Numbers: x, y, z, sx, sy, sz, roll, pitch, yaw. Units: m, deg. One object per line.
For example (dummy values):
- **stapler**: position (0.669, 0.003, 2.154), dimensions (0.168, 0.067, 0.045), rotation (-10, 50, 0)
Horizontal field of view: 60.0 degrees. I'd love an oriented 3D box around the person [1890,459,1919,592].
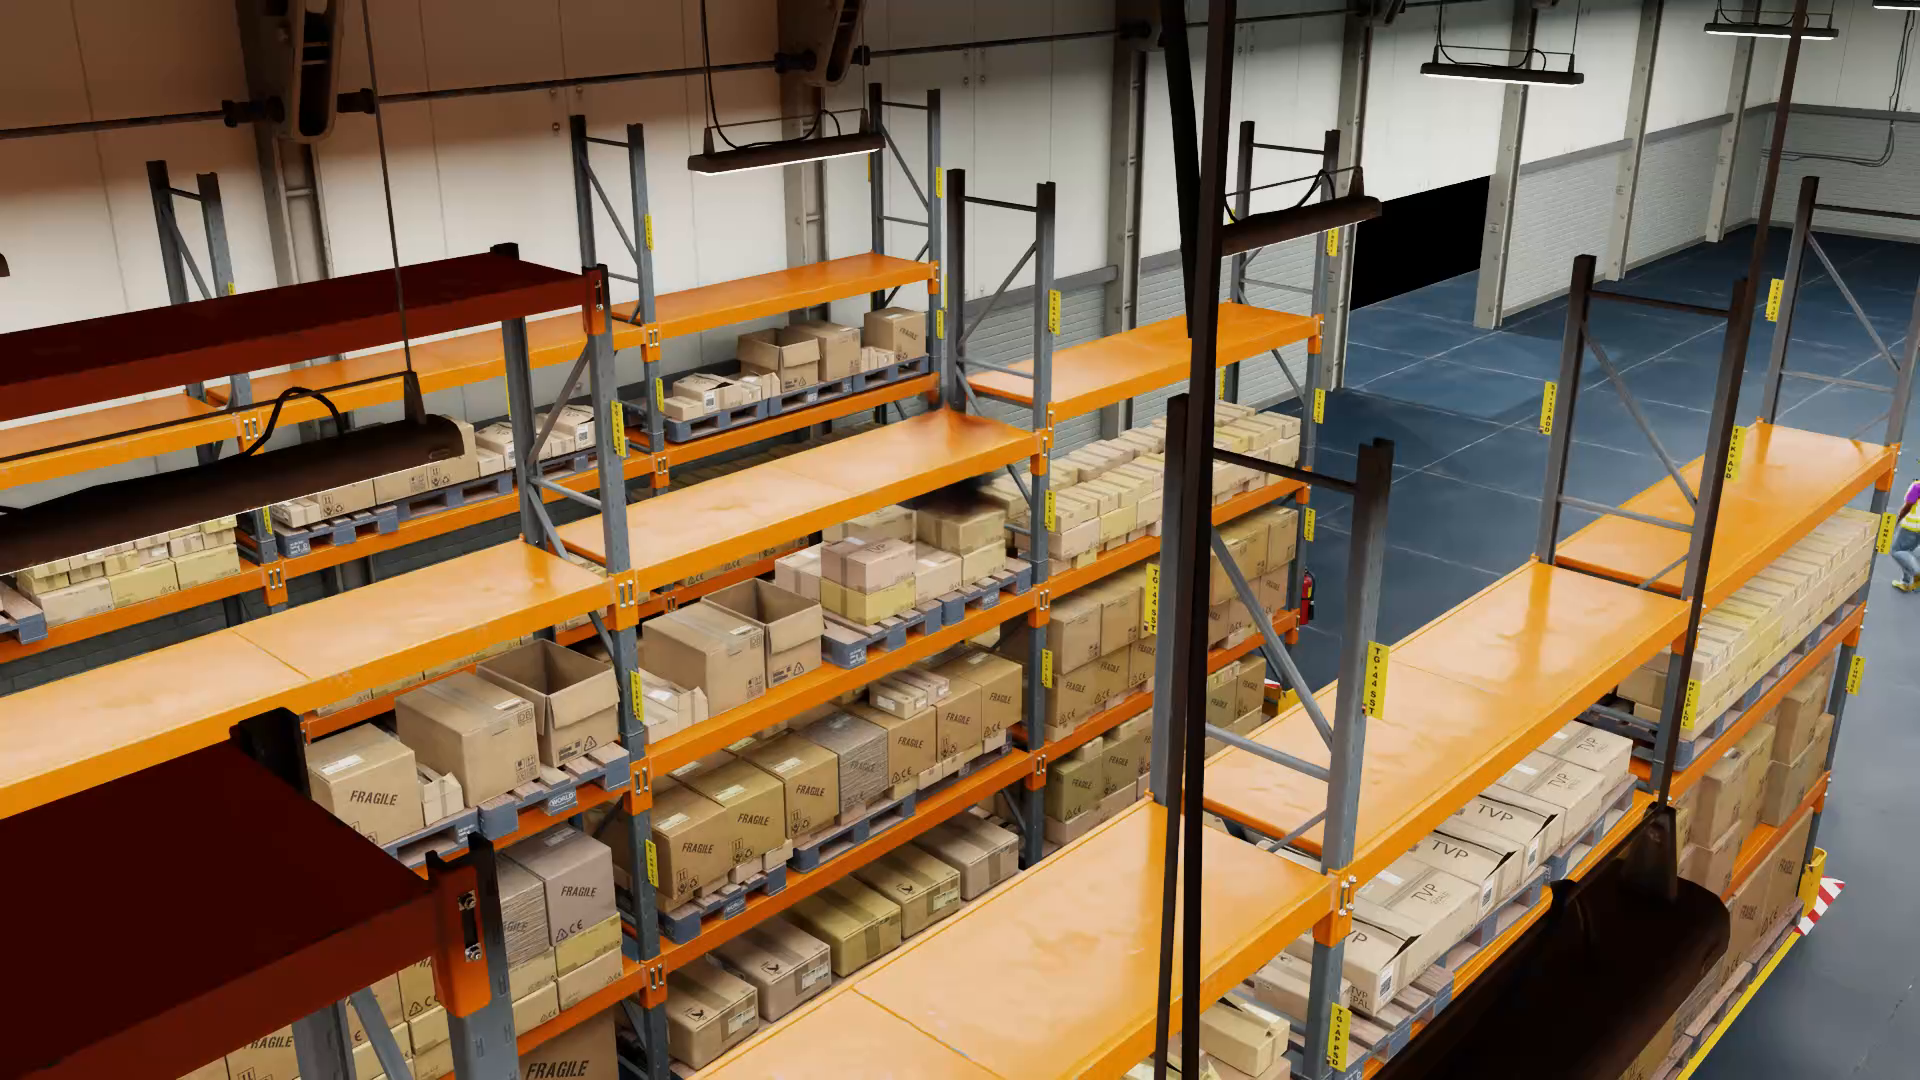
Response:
- **person**: position (11.604, -0.159, 20.064), dimensions (0.733, 1.716, 0.602), rotation (-6, 22, -14)
